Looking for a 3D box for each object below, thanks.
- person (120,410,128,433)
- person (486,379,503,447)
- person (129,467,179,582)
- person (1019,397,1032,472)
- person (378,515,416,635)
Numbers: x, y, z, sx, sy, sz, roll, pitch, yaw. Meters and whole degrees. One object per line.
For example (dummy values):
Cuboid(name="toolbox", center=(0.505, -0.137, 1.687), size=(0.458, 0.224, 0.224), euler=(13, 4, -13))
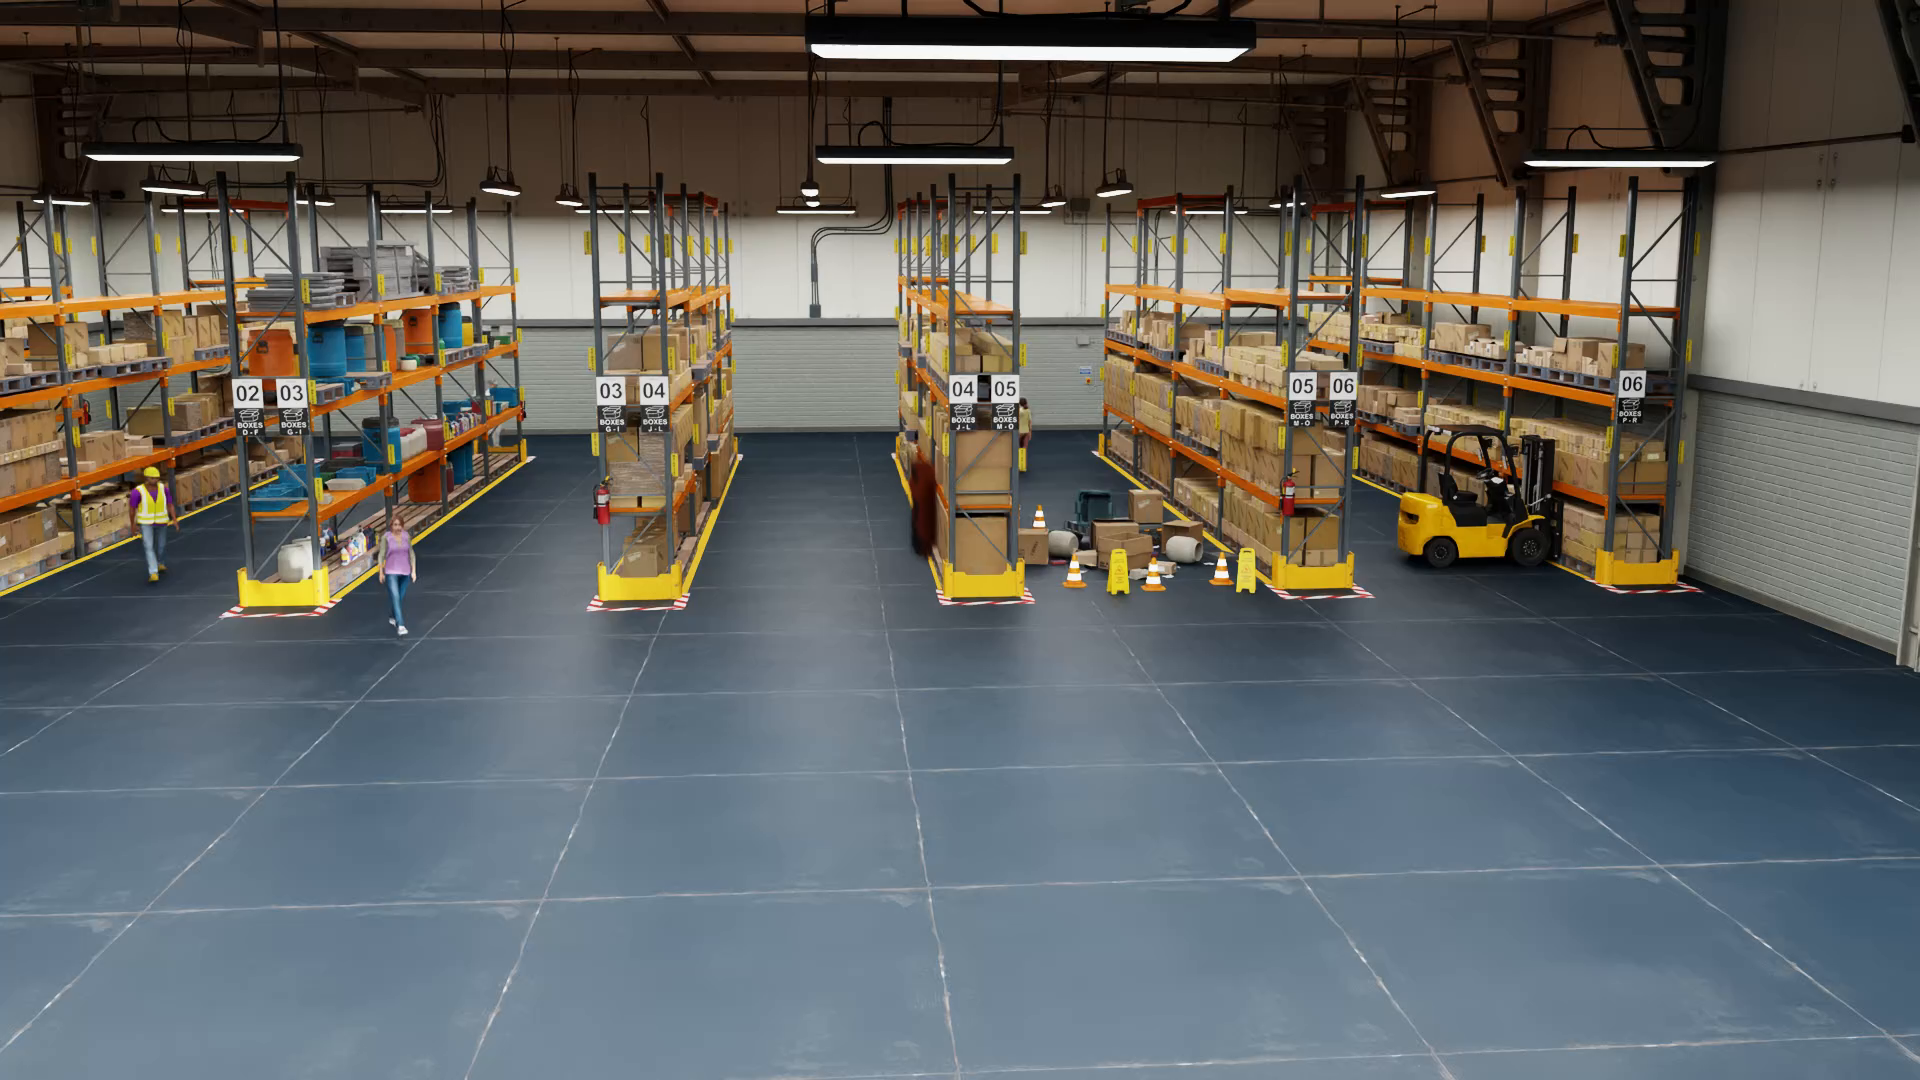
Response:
Cuboid(name="person", center=(-17.755, -2.058, 35.848), size=(0.524, 1.572, 0.693), euler=(1, 10, 4))
Cuboid(name="person", center=(-11.619, -3.120, 41.234), size=(0.683, 1.747, 0.522), euler=(-1, 10, -3))
Cuboid(name="person", center=(-12.210, -0.268, 25.186), size=(0.651, 1.703, 1.121), euler=(-6, 12, -31))
Cuboid(name="person", center=(1.405, -2.365, 37.289), size=(0.496, 1.670, 0.465), euler=(-8, 13, -37))
Cuboid(name="person", center=(-7.322, 0.430, 21.689), size=(0.440, 1.539, 0.979), euler=(-9, 14, -42))
